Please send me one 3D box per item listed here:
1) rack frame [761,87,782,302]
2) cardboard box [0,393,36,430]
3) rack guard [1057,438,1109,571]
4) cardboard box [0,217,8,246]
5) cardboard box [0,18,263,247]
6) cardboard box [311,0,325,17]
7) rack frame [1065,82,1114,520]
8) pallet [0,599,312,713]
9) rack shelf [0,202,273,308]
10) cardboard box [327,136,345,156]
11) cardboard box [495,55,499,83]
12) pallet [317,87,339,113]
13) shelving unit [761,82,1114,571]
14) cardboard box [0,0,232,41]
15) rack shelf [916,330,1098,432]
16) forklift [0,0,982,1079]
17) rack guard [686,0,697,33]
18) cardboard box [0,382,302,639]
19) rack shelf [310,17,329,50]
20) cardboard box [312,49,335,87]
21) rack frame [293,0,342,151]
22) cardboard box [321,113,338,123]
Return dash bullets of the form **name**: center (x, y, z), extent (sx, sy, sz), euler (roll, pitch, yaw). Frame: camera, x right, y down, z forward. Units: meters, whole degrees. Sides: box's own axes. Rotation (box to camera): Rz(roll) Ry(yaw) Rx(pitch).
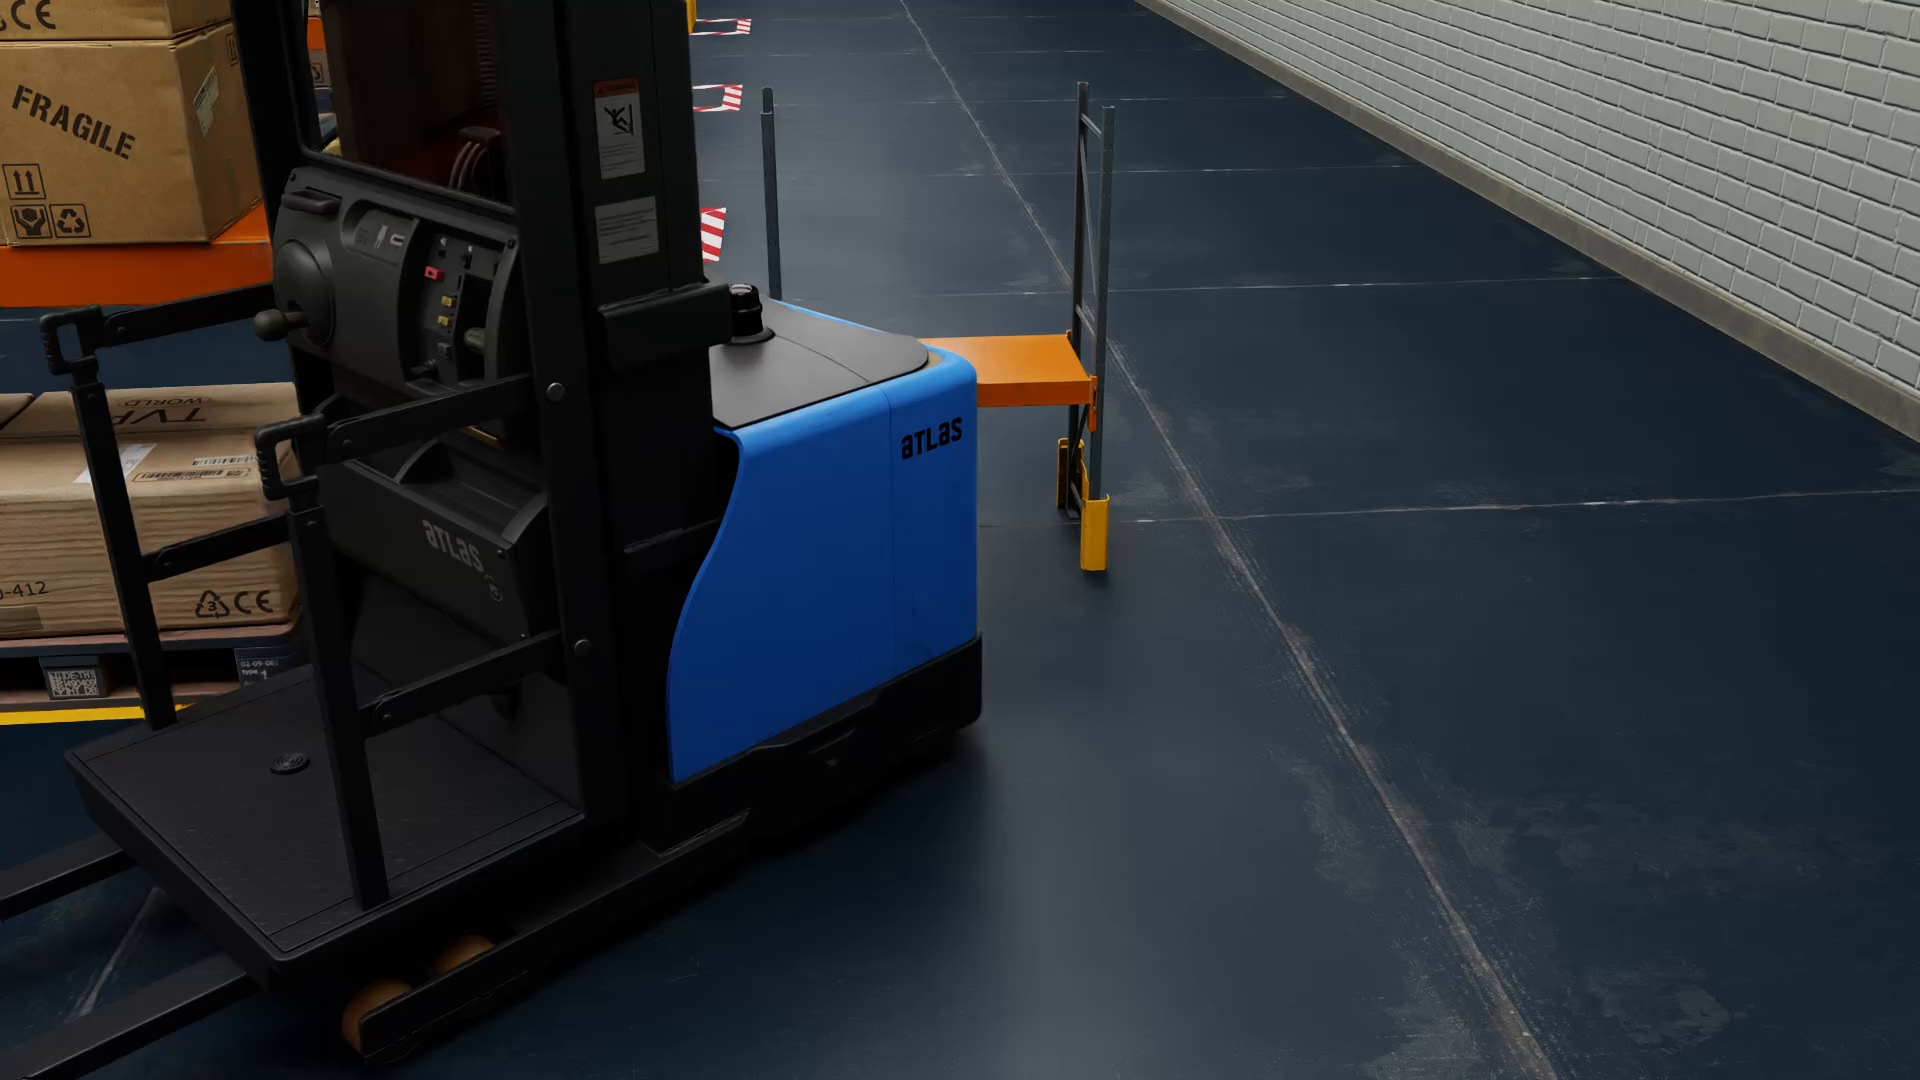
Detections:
- **rack frame**: center (-0.591, -0.662, 5.392), extent (0.032, 1.500, 0.500), euler (-2, 24, -5)
- **cardboard box**: center (-3.294, -0.074, 4.860), extent (0.875, 0.438, 0.875), euler (-2, 24, -4)
- **rack guard**: center (0.420, -0.131, 5.737), extent (0.087, 0.250, 0.587), euler (-2, 24, -5)
- **cardboard box**: center (-2.692, -1.065, 4.330), extent (0.500, 0.500, 0.500), euler (-3, 24, -6)
- **cardboard box**: center (-2.191, -1.079, 4.361), extent (0.500, 0.500, 0.500), euler (-2, 24, -5)
- **cardboard box**: center (-3.371, -2.884, 8.854), extent (0.250, 0.149, 0.380), euler (-2, 24, -4)
- **rack frame**: center (0.421, -0.702, 5.483), extent (0.032, 1.500, 0.500), euler (-2, 24, -5)
- **pallet**: center (-2.525, 0.179, 5.089), extent (1.213, 0.211, 1.003), euler (-2, 24, -5)
- **rack shelf**: center (-3.727, -0.751, 4.632), extent (4.000, 0.370, 1.077), euler (-2, 24, -5)
- **cardboard box**: center (-3.327, -2.145, 9.143), extent (0.250, 0.149, 0.380), euler (-3, 24, -6)
- **cardboard box**: center (-4.245, -4.292, 13.811), extent (0.875, 0.875, 0.875), euler (-2, 24, -5)
- **pallet**: center (-4.710, -3.780, 13.994), extent (1.213, 0.211, 1.003), euler (-2, 24, -5)
- **shelving unit**: center (-0.076, -0.682, 5.439), extent (1.083, 1.500, 0.587), euler (-2, 24, -5)
- **cardboard box**: center (-2.193, -1.546, 4.182), extent (0.500, 0.500, 0.500), euler (-2, 24, -3)
- **rack shelf**: center (-0.085, -0.518, 5.511), extent (1.000, 0.185, 0.538), euler (-2, 24, -5)
- **forklift**: center (-1.325, -0.516, 3.302), extent (1.130, 2.935, 3.031), euler (21, 32, 39)
- **rack guard**: center (-3.175, -6.031, 18.703), extent (0.348, 0.500, 1.175), euler (-2, 24, -5)
- **cardboard box**: center (-2.384, -0.114, 4.950), extent (0.875, 0.438, 0.875), euler (-3, 24, -7)
- **rack shelf**: center (-4.314, -2.748, 9.124), extent (4.000, 0.370, 1.077), euler (-2, 24, -5)
- **cardboard box**: center (-5.131, -4.256, 13.731), extent (0.875, 0.875, 0.875), euler (-2, 24, -5)
- **rack frame**: center (-1.737, -1.159, 4.665), extent (0.127, 3.000, 1.000), euler (-2, 24, -5)
- **cardboard box**: center (-3.643, -2.372, 9.655), extent (0.250, 0.149, 0.380), euler (-3, 24, -8)
